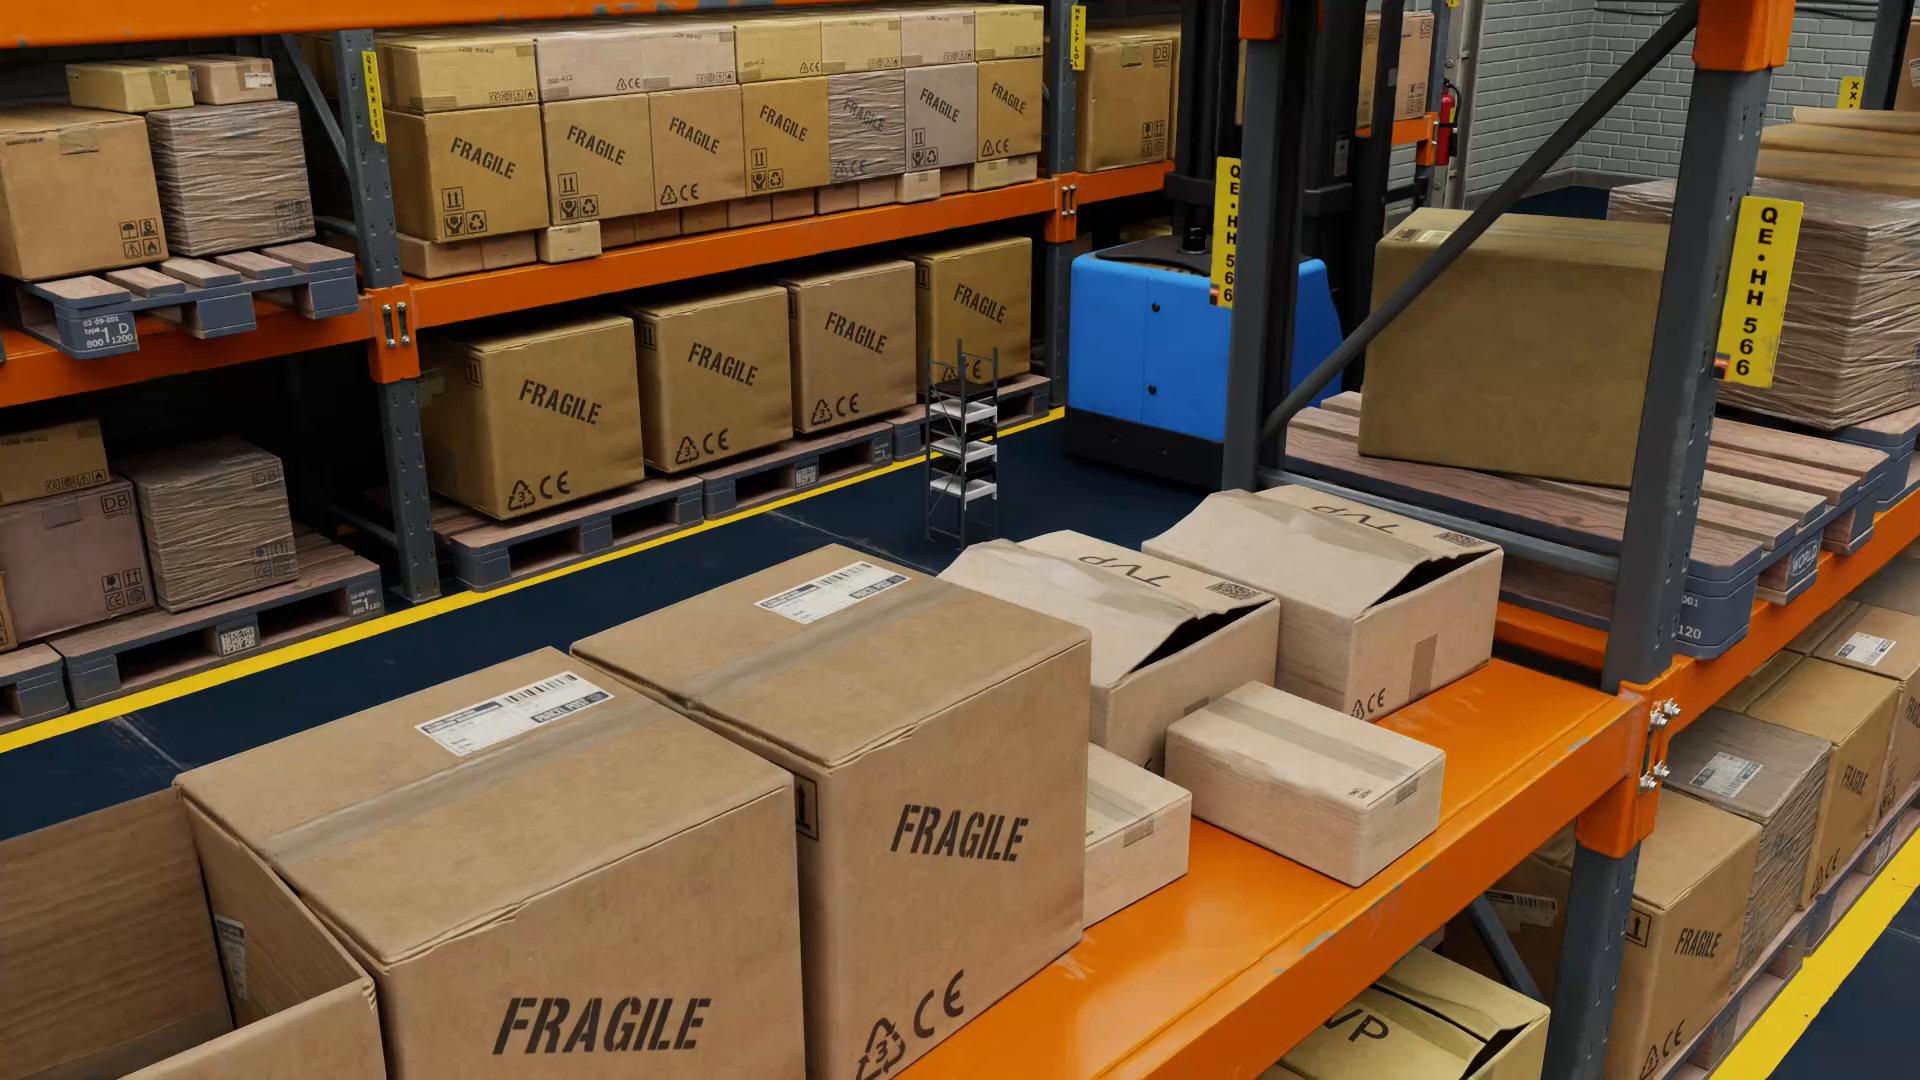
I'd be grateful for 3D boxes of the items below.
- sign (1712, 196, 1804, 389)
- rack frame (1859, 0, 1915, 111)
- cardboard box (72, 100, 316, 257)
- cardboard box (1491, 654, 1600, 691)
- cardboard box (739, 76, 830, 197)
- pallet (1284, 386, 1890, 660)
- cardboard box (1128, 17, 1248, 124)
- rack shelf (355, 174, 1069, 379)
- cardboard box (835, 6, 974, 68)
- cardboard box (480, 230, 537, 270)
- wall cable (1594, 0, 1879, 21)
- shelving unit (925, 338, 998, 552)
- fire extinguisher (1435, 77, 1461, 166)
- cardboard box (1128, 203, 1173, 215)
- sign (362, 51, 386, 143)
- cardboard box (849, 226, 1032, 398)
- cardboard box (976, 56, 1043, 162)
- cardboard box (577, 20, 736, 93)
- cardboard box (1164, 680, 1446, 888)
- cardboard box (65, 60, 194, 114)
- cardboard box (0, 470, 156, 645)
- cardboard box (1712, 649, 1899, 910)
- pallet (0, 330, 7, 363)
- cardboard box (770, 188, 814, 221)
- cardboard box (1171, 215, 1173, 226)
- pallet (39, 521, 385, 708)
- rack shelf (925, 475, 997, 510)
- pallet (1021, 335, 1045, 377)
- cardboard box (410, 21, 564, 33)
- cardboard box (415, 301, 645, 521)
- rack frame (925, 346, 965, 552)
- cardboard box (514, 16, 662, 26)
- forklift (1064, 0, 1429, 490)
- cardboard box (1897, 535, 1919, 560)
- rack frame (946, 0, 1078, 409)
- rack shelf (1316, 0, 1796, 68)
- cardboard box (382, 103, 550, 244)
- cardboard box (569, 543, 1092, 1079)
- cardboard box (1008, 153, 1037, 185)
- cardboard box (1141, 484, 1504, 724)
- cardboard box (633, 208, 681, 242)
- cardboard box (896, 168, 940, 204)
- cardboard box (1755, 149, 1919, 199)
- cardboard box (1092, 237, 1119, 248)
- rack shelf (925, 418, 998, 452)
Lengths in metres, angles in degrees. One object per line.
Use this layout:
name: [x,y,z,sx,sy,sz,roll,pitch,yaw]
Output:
sign: [1.389,-0.430,2.899,0.100,0.325,0.005,19,28,41]
rack frame: [3.779,-1.056,6.141,1.000,3.000,0.127,19,28,41]
cardboard box: [-2.884,-1.395,6.271,0.700,0.500,0.500,15,26,35]
cardboard box: [1.509,0.269,4.520,0.500,0.250,0.500,-19,28,-40]
cardboard box: [-0.964,-1.918,7.801,0.500,0.500,0.500,-19,28,-41]
pallet: [1.411,-0.130,3.999,1.213,0.211,1.003,19,28,41]
cardboard box: [1.631,-2.946,10.640,0.980,0.700,0.700,18,27,38]
rack shelf: [-1.168,-1.445,8.156,1.077,0.370,4.000,19,28,41]
cardboard box: [-0.279,-2.527,8.340,0.500,0.250,0.500,-19,28,-41]
cardboard box: [-1.985,-1.248,6.963,0.250,0.149,0.380,-20,29,-41]
wall cable: [7.220,-6.038,15.070,3.097,2.526,0.112,19,28,41]
shelving unit: [0.006,-0.422,7.419,0.258,0.900,0.210,19,28,41]
fire extinguisher: [3.454,-3.036,11.921,0.296,0.674,0.183,19,28,41]
cardboard box: [1.306,-2.074,10.785,0.380,0.149,0.250,20,28,41]
sign: [-2.168,-1.637,6.149,0.100,0.325,0.005,19,28,41]
cardboard box: [-0.133,-1.288,9.155,0.750,0.750,0.750,20,28,41]
cardboard box: [0.086,-2.308,8.817,0.500,0.500,0.500,19,28,40]
cardboard box: [-1.341,-2.132,7.312,0.500,0.250,0.500,20,28,41]
cardboard box: [0.559,0.390,2.730,0.380,0.149,0.250,19,28,41]
cardboard box: [-2.996,-1.639,6.001,0.380,0.149,0.250,14,25,32]
cardboard box: [-3.471,-0.004,6.274,0.700,0.500,0.500,19,28,41]
cardboard box: [2.226,0.624,4.640,0.500,0.500,0.500,19,28,40]
pallet: [-3.915,-0.658,5.373,1.003,0.211,1.213,19,28,41]
cardboard box: [-0.917,-1.648,8.004,0.250,0.149,0.380,-19,28,-40]
cardboard box: [1.556,-1.970,10.514,0.380,0.149,0.250,18,28,39]
pallet: [-3.109,0.235,6.668,1.003,0.211,1.213,19,28,41]
rack shelf: [0.006,-0.223,7.495,0.258,0.077,0.200,19,28,41]
pallet: [0.814,-1.169,10.322,1.003,0.211,1.213,19,28,41]
cardboard box: [-2.068,-2.125,7.296,0.500,0.250,0.500,18,27,39]
cardboard box: [-1.956,-0.615,7.406,0.750,0.750,0.750,19,28,40]
rack frame: [-0.065,-0.396,7.351,0.240,0.900,0.006,19,28,41]
cardboard box: [-1.708,-2.256,7.637,0.500,0.250,0.500,18,28,39]
forklift: [1.886,-2.055,8.835,1.130,2.935,3.031,17,27,38]
cardboard box: [3.290,0.229,5.669,0.500,0.500,0.500,19,28,41]
rack frame: [0.228,-2.295,9.364,1.000,3.000,0.127,19,28,41]
rack shelf: [2.384,-1.606,4.395,1.077,0.370,4.000,19,28,41]
cardboard box: [-2.041,-1.522,6.773,0.500,0.500,0.500,-19,28,-40]
cardboard box: [-0.170,0.361,2.315,0.500,0.500,0.500,17,27,38]
cardboard box: [0.195,-2.029,8.995,0.380,0.149,0.250,20,28,41]
cardboard box: [0.704,0.096,3.267,0.500,0.311,0.500,-18,27,-39]
cardboard box: [-1.477,-1.460,7.513,0.250,0.149,0.380,-19,28,-41]
cardboard box: [-0.320,-1.820,8.452,0.380,0.149,0.250,19,28,41]
cardboard box: [2.591,-0.829,4.826,0.700,0.500,0.500,12,24,27]
cardboard box: [1.175,-1.619,10.505,0.700,0.500,0.500,19,28,40]
rack shelf: [0.006,-0.475,7.398,0.258,0.077,0.200,19,28,41]
